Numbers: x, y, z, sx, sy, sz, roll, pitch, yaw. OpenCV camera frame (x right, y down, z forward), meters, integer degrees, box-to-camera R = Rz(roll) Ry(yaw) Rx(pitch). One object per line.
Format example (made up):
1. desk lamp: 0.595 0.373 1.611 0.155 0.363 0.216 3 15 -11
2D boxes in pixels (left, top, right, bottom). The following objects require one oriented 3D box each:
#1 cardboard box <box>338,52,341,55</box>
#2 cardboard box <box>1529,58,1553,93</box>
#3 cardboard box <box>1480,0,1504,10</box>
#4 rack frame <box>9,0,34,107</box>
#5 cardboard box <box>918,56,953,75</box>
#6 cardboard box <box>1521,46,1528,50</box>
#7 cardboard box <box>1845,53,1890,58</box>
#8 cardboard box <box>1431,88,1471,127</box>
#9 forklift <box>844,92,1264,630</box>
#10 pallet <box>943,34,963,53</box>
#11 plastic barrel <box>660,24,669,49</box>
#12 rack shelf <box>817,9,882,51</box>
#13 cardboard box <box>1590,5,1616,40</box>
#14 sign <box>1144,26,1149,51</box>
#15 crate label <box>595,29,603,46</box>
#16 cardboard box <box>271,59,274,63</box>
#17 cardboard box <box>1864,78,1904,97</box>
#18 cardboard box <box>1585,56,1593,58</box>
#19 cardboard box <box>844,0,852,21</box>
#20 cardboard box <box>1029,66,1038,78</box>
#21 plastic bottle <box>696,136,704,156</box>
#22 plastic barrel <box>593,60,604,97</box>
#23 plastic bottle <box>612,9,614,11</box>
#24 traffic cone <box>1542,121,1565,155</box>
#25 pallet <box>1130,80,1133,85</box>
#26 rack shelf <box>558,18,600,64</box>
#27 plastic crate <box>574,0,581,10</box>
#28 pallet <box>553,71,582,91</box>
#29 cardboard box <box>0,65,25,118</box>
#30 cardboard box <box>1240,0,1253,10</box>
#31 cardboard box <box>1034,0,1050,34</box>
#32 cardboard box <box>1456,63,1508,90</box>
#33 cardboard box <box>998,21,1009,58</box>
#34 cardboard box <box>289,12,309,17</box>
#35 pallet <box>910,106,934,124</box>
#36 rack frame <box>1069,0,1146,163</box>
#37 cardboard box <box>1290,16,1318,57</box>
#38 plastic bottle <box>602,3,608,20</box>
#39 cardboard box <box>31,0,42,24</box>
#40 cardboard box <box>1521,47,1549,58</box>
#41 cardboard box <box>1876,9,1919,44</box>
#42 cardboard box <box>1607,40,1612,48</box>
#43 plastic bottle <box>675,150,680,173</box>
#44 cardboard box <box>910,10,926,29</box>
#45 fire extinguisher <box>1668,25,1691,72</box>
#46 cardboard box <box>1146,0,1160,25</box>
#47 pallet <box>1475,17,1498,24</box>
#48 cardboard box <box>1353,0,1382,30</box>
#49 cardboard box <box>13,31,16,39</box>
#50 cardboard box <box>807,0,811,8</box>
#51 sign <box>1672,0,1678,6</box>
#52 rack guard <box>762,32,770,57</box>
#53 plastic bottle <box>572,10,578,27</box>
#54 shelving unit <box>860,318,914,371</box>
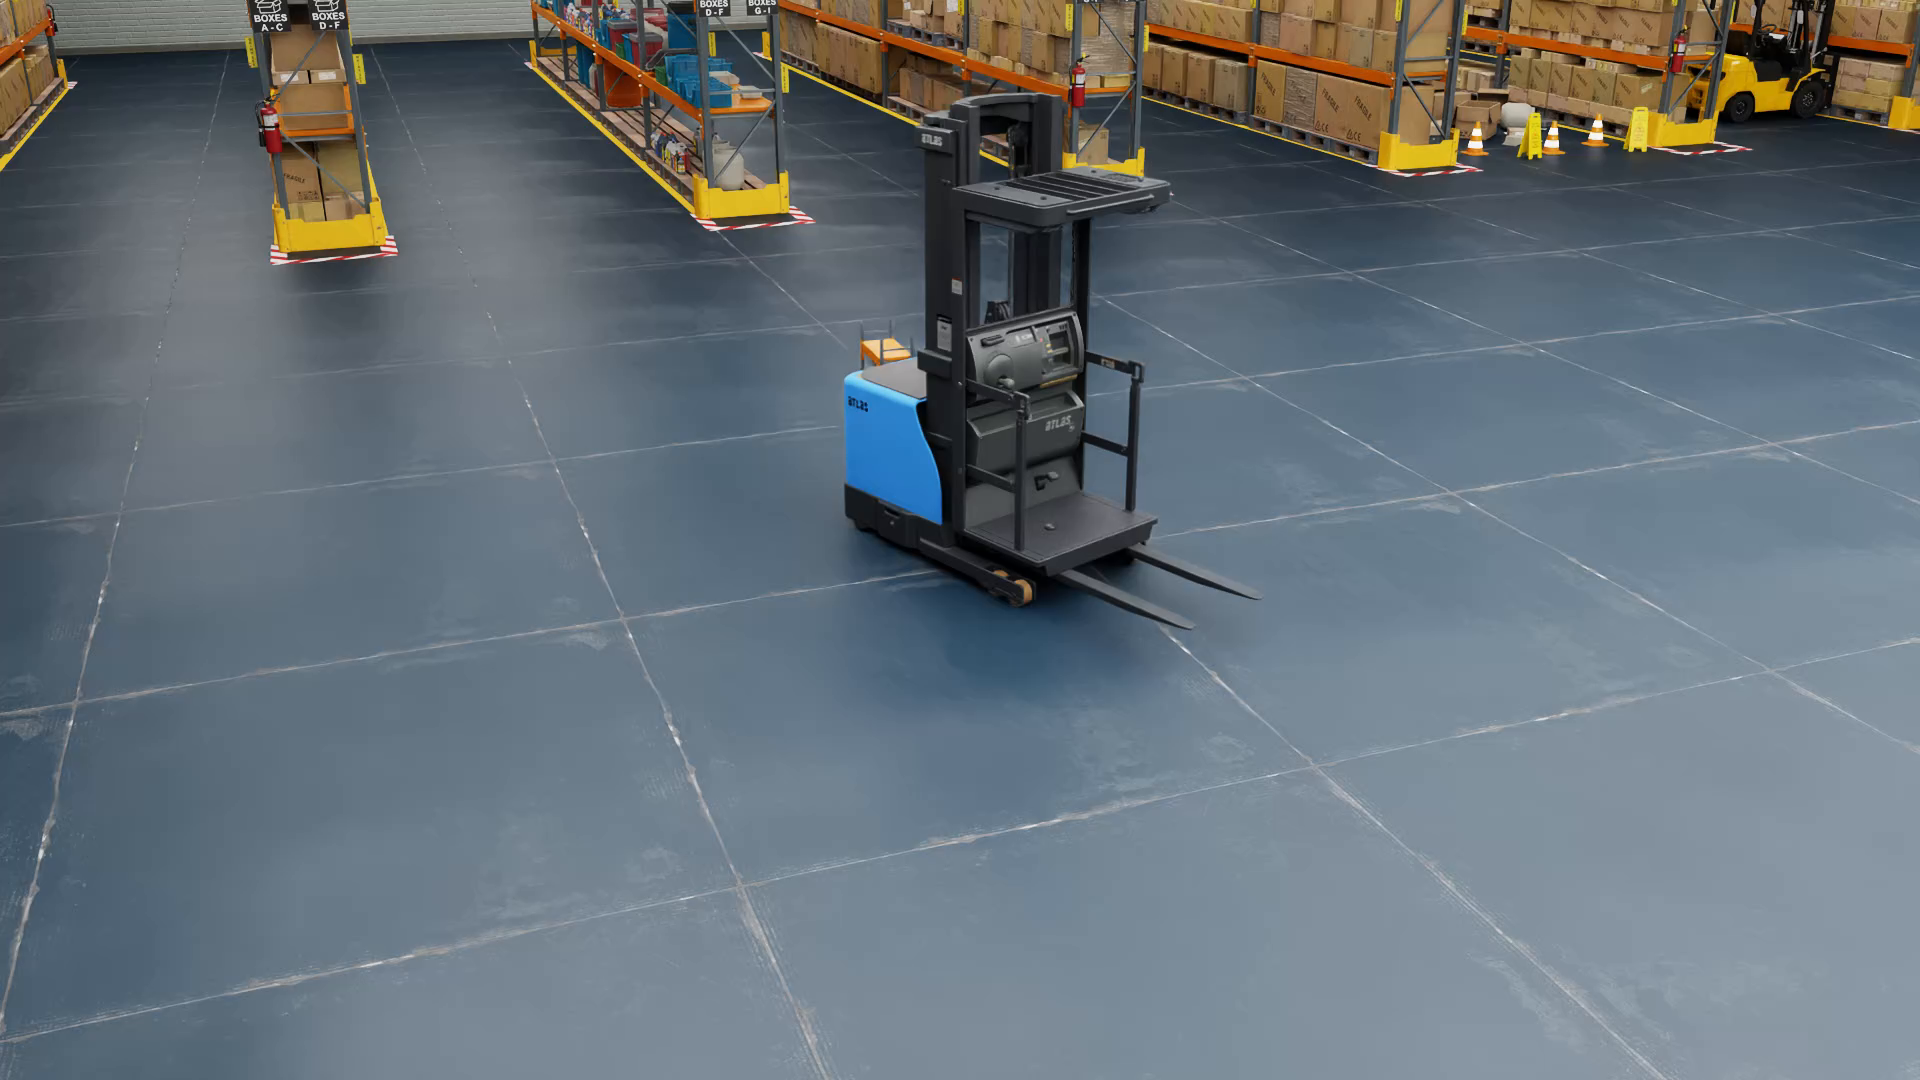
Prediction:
1. cardboard box: -7.801 -5.899 20.420 0.380 0.149 0.250 -8 24 -18
2. cardboard box: 9.961 -7.822 27.980 0.500 0.500 0.500 -7 24 -17
3. cardboard box: 9.427 -9.507 28.892 0.500 0.500 0.500 -9 24 -20
4. rack frame: -16.194 -8.502 27.561 1.000 3.000 0.127 -8 24 -19
5. cardboard box: -0.417 -8.054 28.182 0.500 0.250 0.500 -6 23 -13
6. cardboard box: 12.329 -10.669 35.378 0.500 0.500 0.500 -7 24 -17
7. cardboard box: 15.521 -8.175 28.497 0.500 0.250 0.500 -9 24 -19
8. cardboard box: 7.891 -7.083 27.231 0.797 0.637 0.503 -8 24 -19
9. forklift: 0.557 -1.163 10.235 1.130 2.935 3.031 -19 29 -38
10. pallet: 0.400 -7.844 26.245 1.003 0.211 1.213 -8 24 -19
11. plastic barrel: -4.232 -7.395 24.759 0.433 0.535 0.433 0 23 0
12. rack shelf: -1.586 -9.483 30.814 1.077 0.370 4.000 -8 24 -19
13. cardboard box: 10.423 -8.248 26.446 0.500 0.500 0.500 -8 24 -19
14. sign: 2.455 -6.655 22.062 0.100 0.325 0.005 -8 24 -19
15. crate label: -5.714 -8.127 26.885 0.303 0.233 0.416 -8 24 -19
16. cardboard box: -7.999 -5.656 19.843 0.380 0.149 0.250 -8 24 -17
17. cardboard box: 15.396 -7.514 27.571 0.500 0.250 0.500 -9 24 -20
18. cardboard box: 13.242 -10.001 33.632 0.875 0.625 0.625 -8 24 -17
19. cardboard box: -1.821 -9.834 30.592 0.500 0.500 0.500 -8 24 -18
20. cardboard box: 1.196 -6.593 23.353 0.380 0.149 0.250 -8 24 -19
21. plastic bottle: -3.664 -5.609 23.636 0.152 0.276 0.135 -8 24 -19
22. plastic barrel: -6.100 -8.076 29.114 0.600 0.588 0.708 -8 24 -19
23. plastic bottle: -6.177 -9.390 29.826 0.152 0.276 0.135 -8 24 -19
24. traffic cone: 8.941 -6.075 25.068 0.336 0.463 0.334 -8 24 -19
25. pallet: 3.522 -8.731 31.693 1.003 0.211 1.213 -8 24 -19
26. rack shelf: -6.219 -8.804 29.201 1.077 0.370 4.000 -8 24 -19
27. plastic crate: -7.293 -10.415 32.173 0.437 0.282 0.530 -8 24 -19
28. pallet: -7.222 -8.839 31.949 1.003 0.211 1.213 -8 24 -19
29. cardboard box: -15.526 -7.164 26.613 0.750 0.750 0.750 -8 24 -17
30. cardboard box: 5.029 -8.965 27.241 0.700 0.500 0.500 -9 24 -20
31. cardboard box: 1.340 -7.172 22.605 0.500 0.500 0.500 -8 24 -19
32. cardboard box: 9.360 -8.428 30.226 0.950 0.372 0.625 -7 24 -16
33. cardboard box: 1.050 -7.291 24.175 0.875 0.500 0.500 -8 24 -19
34. cardboard box: -7.863 -6.031 19.898 0.700 0.500 0.500 -8 24 -19
35. pallet: -0.177 -7.076 27.767 1.003 0.211 1.213 -8 24 -19
36. rack frame: 1.947 -6.181 22.053 1.000 3.000 0.127 -8 24 -19
37. cardboard box: 5.648 -7.806 25.715 0.875 0.550 0.550 -8 24 -19
38. plastic bottle: -6.364 -9.463 29.903 0.144 0.351 0.185 -8 24 -19
39. cardboard box: -17.150 -9.647 29.891 0.980 0.700 0.700 -9 24 -19
40. cardboard box: 9.749 -8.260 28.185 0.380 0.149 0.250 -8 24 -18
41. cardboard box: 15.441 -8.412 27.218 0.500 0.500 0.500 -9 24 -20
42. cardboard box: 10.544 -7.906 26.470 0.380 0.149 0.250 -8 24 -18
43. plastic bottle: -3.804 -5.100 22.418 0.061 0.283 0.133 -8 24 -18
44. cardboard box: -0.502 -8.572 27.378 0.500 0.250 0.500 -9 24 -20
45. fire extinguisher: 10.827 -7.400 25.046 0.296 0.674 0.183 -8 24 -19
46. cardboard box: 3.703 -9.578 29.983 0.500 0.500 0.500 -8 24 -18
47. pallet: 9.130 -9.646 30.520 1.003 0.211 1.213 -8 24 -19
48. cardboard box: 6.248 -7.719 24.118 0.875 0.550 0.550 -8 24 -19
49. cardboard box: -15.810 -8.312 27.406 0.380 0.149 0.250 -8 24 -18
50. cardboard box: -2.798 -10.585 32.825 0.380 0.149 0.250 -8 24 -18
51. sign: 10.692 -8.151 24.830 0.100 0.325 0.005 -8 24 -19
52. rack guard: -3.714 -10.852 36.353 1.175 0.500 0.348 -8 24 -19
53. plastic bottle: -6.792 -9.248 29.489 0.152 0.276 0.135 -8 24 -19
54. shelving unit: -0.517 -0.932 11.915 0.258 1.200 0.503 -8 24 -18
